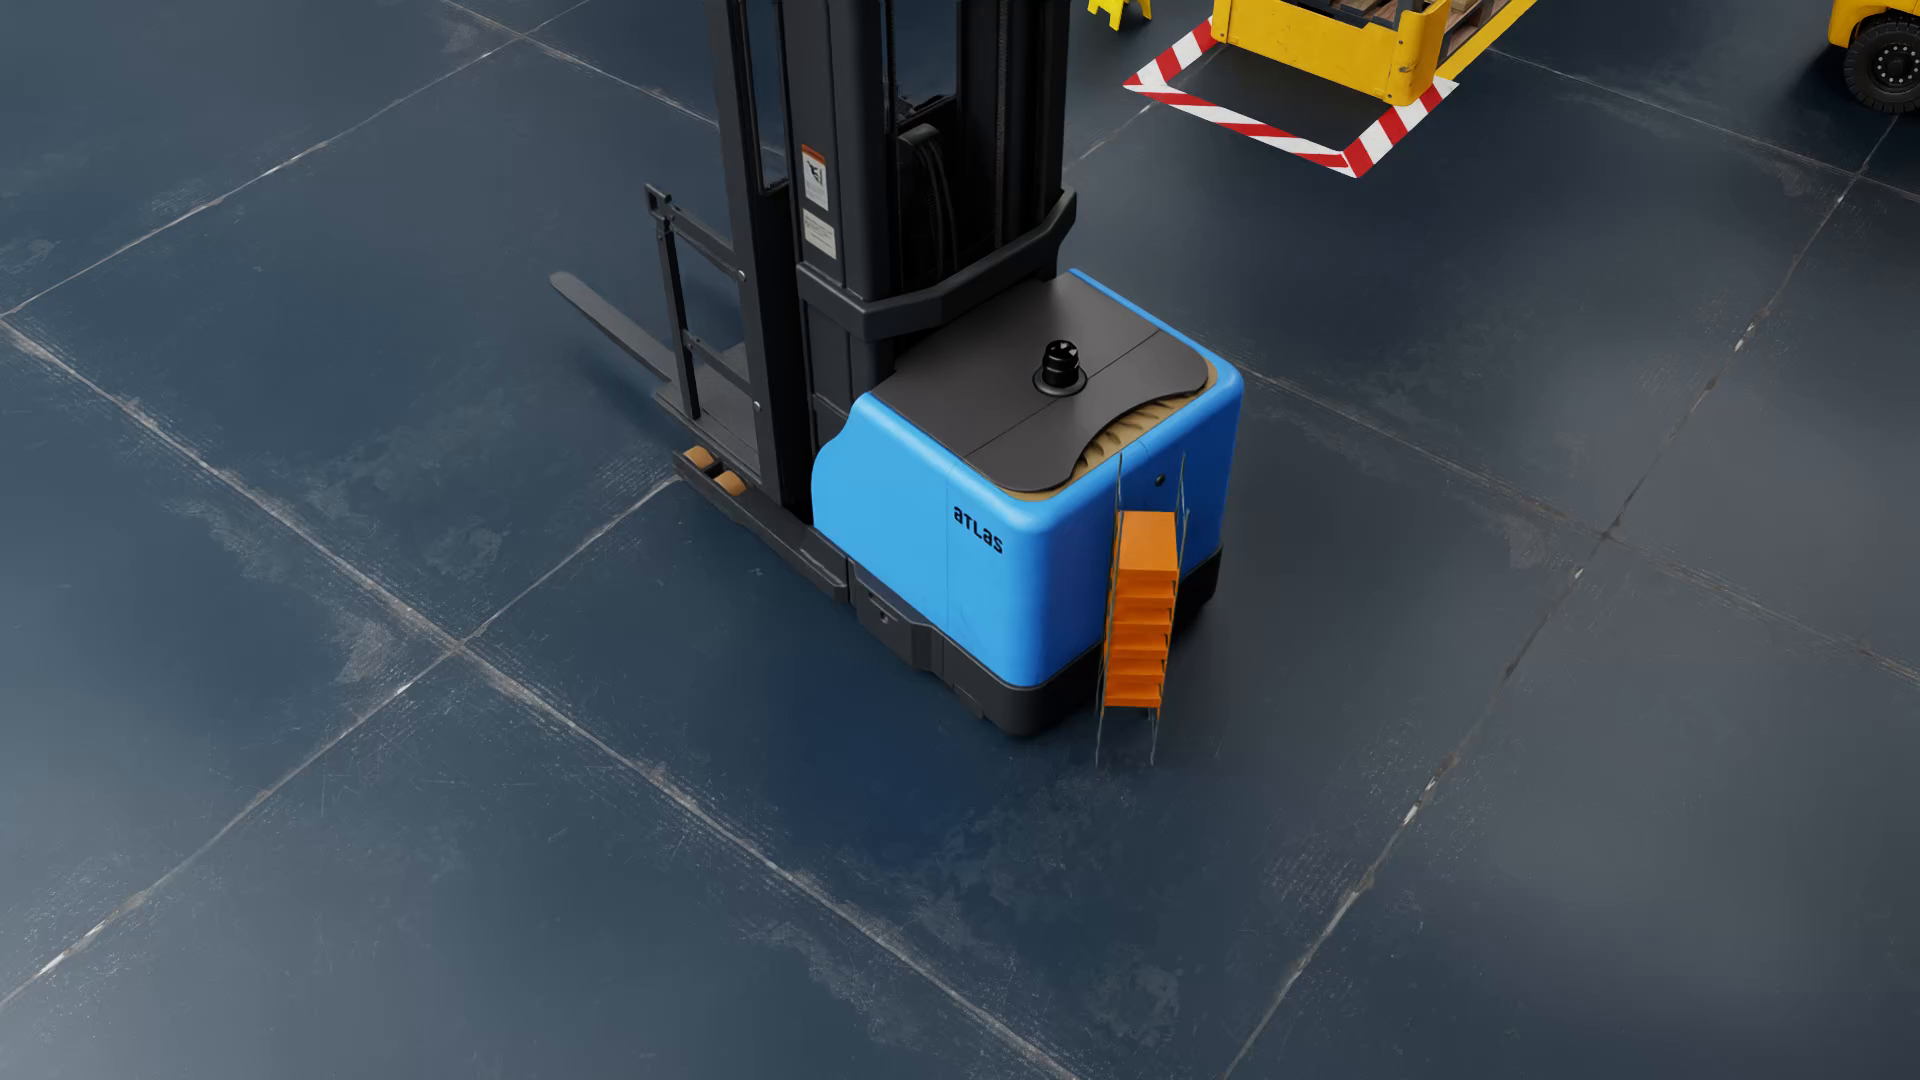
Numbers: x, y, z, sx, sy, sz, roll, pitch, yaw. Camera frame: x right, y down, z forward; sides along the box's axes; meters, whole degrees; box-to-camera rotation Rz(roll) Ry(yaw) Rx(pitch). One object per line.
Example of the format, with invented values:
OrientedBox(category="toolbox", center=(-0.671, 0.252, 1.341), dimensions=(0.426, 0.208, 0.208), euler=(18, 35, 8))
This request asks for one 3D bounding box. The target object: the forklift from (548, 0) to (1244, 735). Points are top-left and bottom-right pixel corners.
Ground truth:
OrientedBox(category="forklift", center=(-0.454, -1.337, 5.500), dimensions=(1.130, 2.935, 3.031), euler=(-34, 55, -28))

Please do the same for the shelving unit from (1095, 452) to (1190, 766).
OrientedBox(category="shelving unit", center=(0.554, 0.249, 5.182), dimensions=(0.189, 1.200, 0.258), euler=(2, 46, 2))

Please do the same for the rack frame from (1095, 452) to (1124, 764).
OrientedBox(category="rack frame", center=(0.462, 0.246, 5.185), dimensions=(0.006, 1.200, 0.240), euler=(2, 46, 2))

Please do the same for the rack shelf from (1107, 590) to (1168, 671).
OrientedBox(category="rack shelf", center=(0.554, 0.279, 5.215), dimensions=(0.180, 0.103, 0.258), euler=(2, 46, 2))

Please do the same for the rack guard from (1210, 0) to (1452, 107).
OrientedBox(category="rack guard", center=(1.868, -2.679, 8.463), dimensions=(1.175, 0.500, 0.348), euler=(29, 53, 25))

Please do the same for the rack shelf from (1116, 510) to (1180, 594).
OrientedBox(category="rack shelf", center=(0.554, 0.031, 4.954), dimensions=(0.180, 0.103, 0.258), euler=(2, 46, 2))

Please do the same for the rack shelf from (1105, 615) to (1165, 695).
OrientedBox(category="rack shelf", center=(0.553, 0.362, 5.301), dimensions=(0.180, 0.103, 0.258), euler=(2, 46, 2))

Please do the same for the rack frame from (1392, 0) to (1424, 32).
OrientedBox(category="rack frame", center=(1.821, -3.499, 7.518), dimensions=(1.000, 3.000, 0.127), euler=(29, 53, 25))

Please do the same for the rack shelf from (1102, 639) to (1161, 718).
OrientedBox(category="rack shelf", center=(0.553, 0.445, 5.388), dimensions=(0.180, 0.103, 0.258), euler=(2, 46, 2))

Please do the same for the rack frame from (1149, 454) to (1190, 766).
OrientedBox(category="rack frame", center=(0.645, 0.252, 5.180), dimensions=(0.006, 1.200, 0.240), euler=(2, 46, 2))

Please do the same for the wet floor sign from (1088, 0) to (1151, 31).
OrientedBox(category="wet floor sign", center=(0.858, -3.050, 8.717), dimensions=(0.232, 0.644, 0.267), euler=(-25, 51, -22))

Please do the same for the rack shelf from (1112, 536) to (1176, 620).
OrientedBox(category="rack shelf", center=(0.554, 0.114, 5.041), dimensions=(0.180, 0.103, 0.258), euler=(2, 46, 2))

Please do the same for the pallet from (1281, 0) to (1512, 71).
OrientedBox(category="pallet", center=(2.392, -3.028, 8.997), dimensions=(1.003, 0.211, 1.213), euler=(29, 53, 25))

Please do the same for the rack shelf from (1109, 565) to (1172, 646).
OrientedBox(category="rack shelf", center=(0.554, 0.197, 5.128), dimensions=(0.180, 0.103, 0.258), euler=(2, 46, 2))

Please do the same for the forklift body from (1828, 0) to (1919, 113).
OrientedBox(category="forklift body", center=(5.467, -2.905, 7.537), dimensions=(2.313, 2.155, 1.214), euler=(29, 53, 25))

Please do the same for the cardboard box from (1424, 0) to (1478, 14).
OrientedBox(category="cardboard box", center=(2.533, -3.033, 8.684), dimensions=(0.500, 0.250, 0.500), euler=(29, 53, 25))
